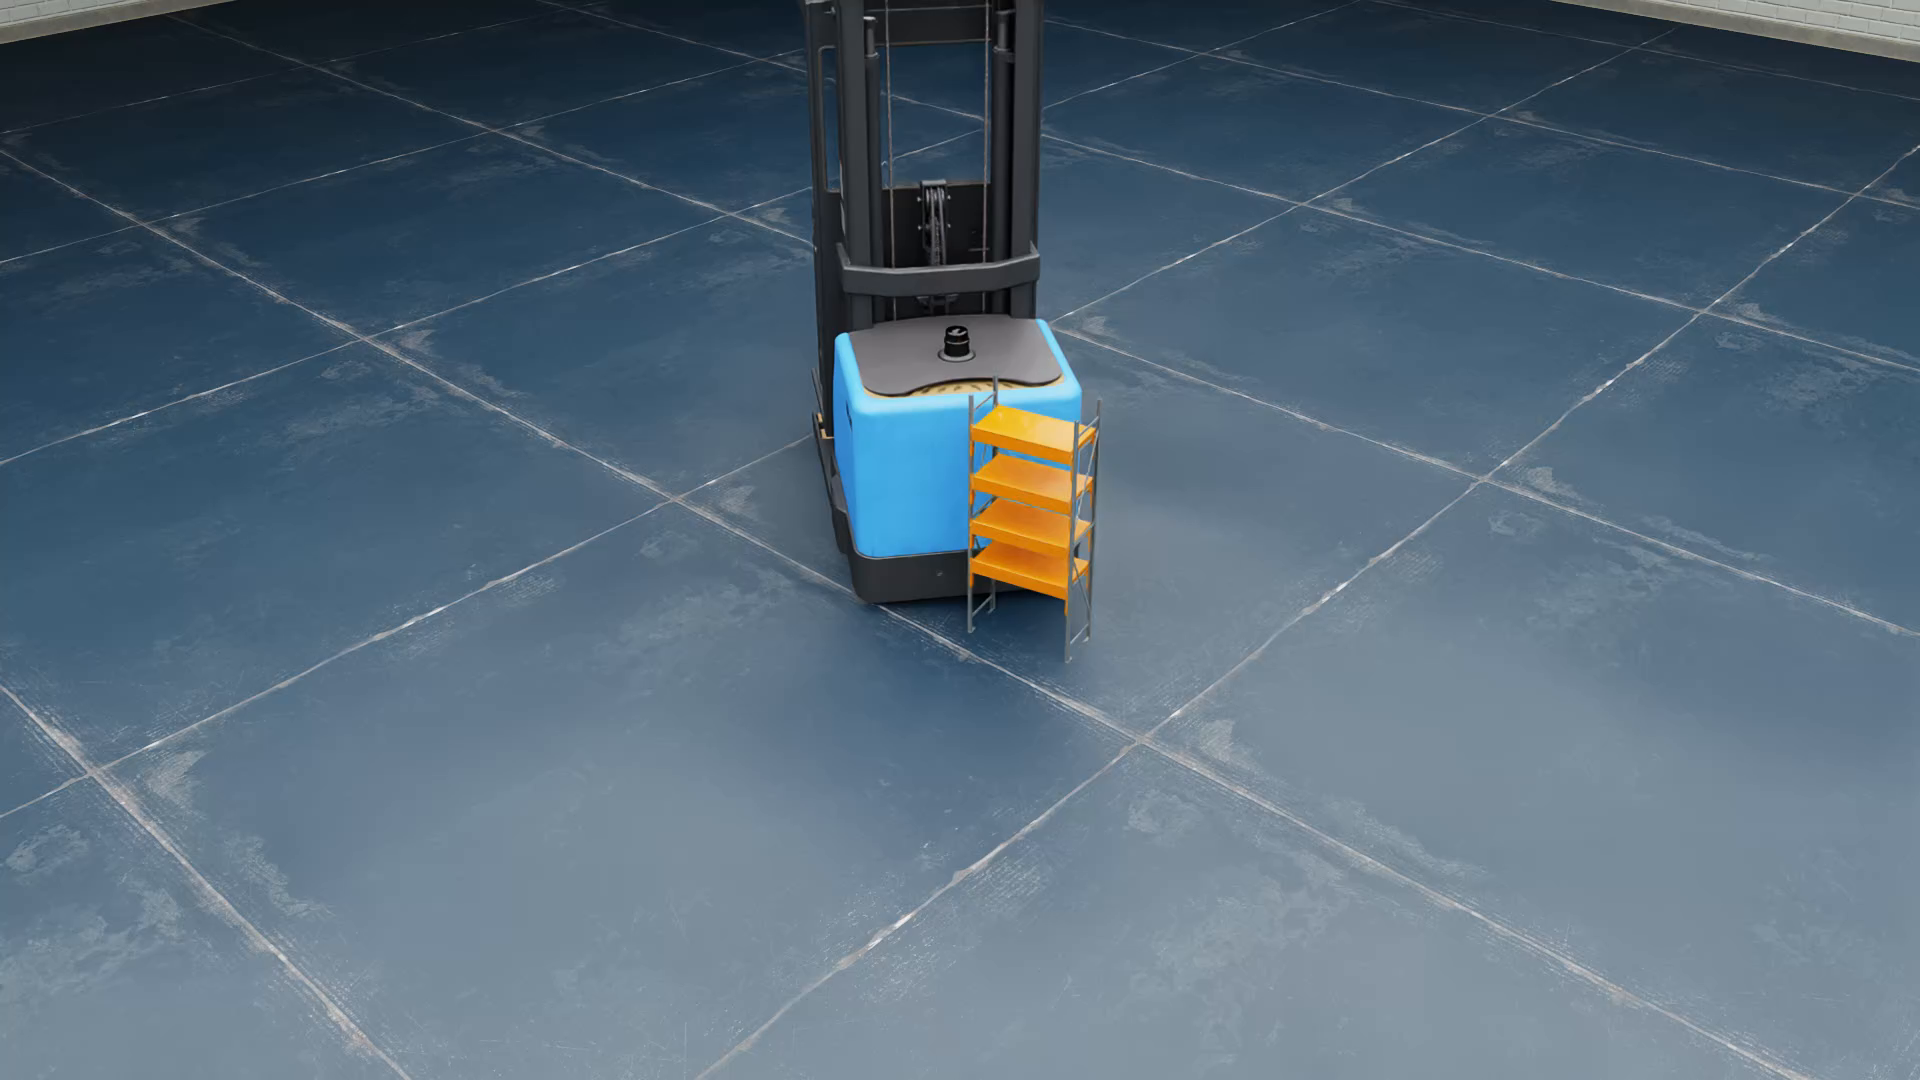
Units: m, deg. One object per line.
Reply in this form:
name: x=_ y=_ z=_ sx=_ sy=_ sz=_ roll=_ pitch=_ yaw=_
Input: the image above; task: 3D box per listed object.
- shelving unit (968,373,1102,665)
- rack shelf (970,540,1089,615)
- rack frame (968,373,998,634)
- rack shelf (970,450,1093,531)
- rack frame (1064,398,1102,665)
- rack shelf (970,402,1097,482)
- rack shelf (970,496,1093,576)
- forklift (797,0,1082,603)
shelving unit: x=0.312 y=-0.081 z=7.220 sx=0.503 sy=1.200 sz=0.258 roll=16 pitch=35 yaw=25
rack shelf: x=0.312 y=0.147 z=7.358 sx=0.480 sy=0.148 sz=0.258 roll=16 pitch=35 yaw=25
rack frame: x=0.099 y=-0.142 z=7.322 sx=0.015 sy=1.200 sz=0.240 roll=16 pitch=35 yaw=25
rack shelf: x=0.312 y=-0.215 z=7.140 sx=0.480 sy=0.148 sz=0.258 roll=16 pitch=35 yaw=25
rack frame: x=0.526 y=-0.019 z=7.119 sx=0.015 sy=1.200 sz=0.240 roll=16 pitch=35 yaw=25
rack shelf: x=0.312 y=-0.417 z=7.018 sx=0.480 sy=0.148 sz=0.258 roll=16 pitch=35 yaw=25
rack shelf: x=0.312 y=-0.023 z=7.255 sx=0.480 sy=0.148 sz=0.258 roll=16 pitch=35 yaw=25
forklift: x=-0.204 y=-1.711 z=8.251 sx=1.130 sy=2.935 sz=3.031 roll=-5 pitch=31 yaw=-8
